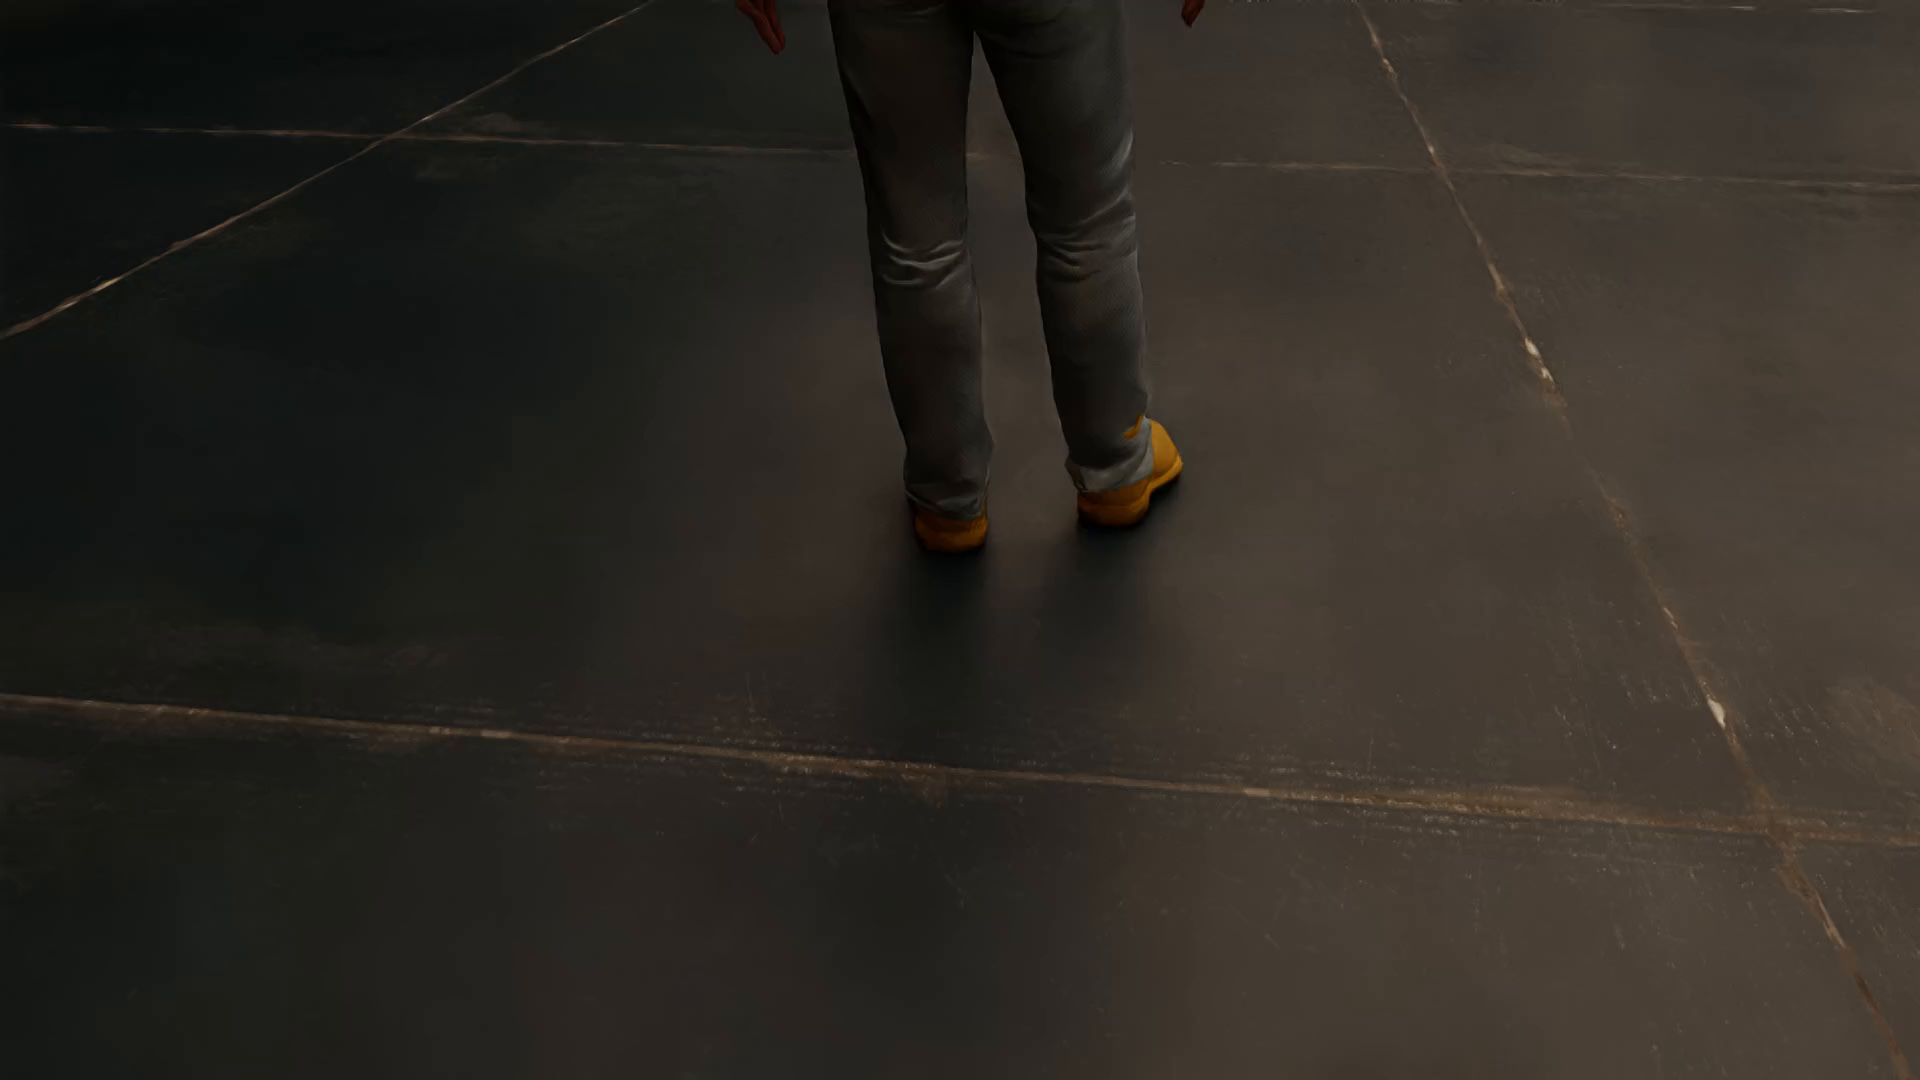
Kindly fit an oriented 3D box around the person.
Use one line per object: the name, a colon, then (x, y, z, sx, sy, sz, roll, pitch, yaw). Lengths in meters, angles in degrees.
person: (0.015, -0.827, 2.164, 0.665, 1.766, 0.576, 3, 27, 7)
